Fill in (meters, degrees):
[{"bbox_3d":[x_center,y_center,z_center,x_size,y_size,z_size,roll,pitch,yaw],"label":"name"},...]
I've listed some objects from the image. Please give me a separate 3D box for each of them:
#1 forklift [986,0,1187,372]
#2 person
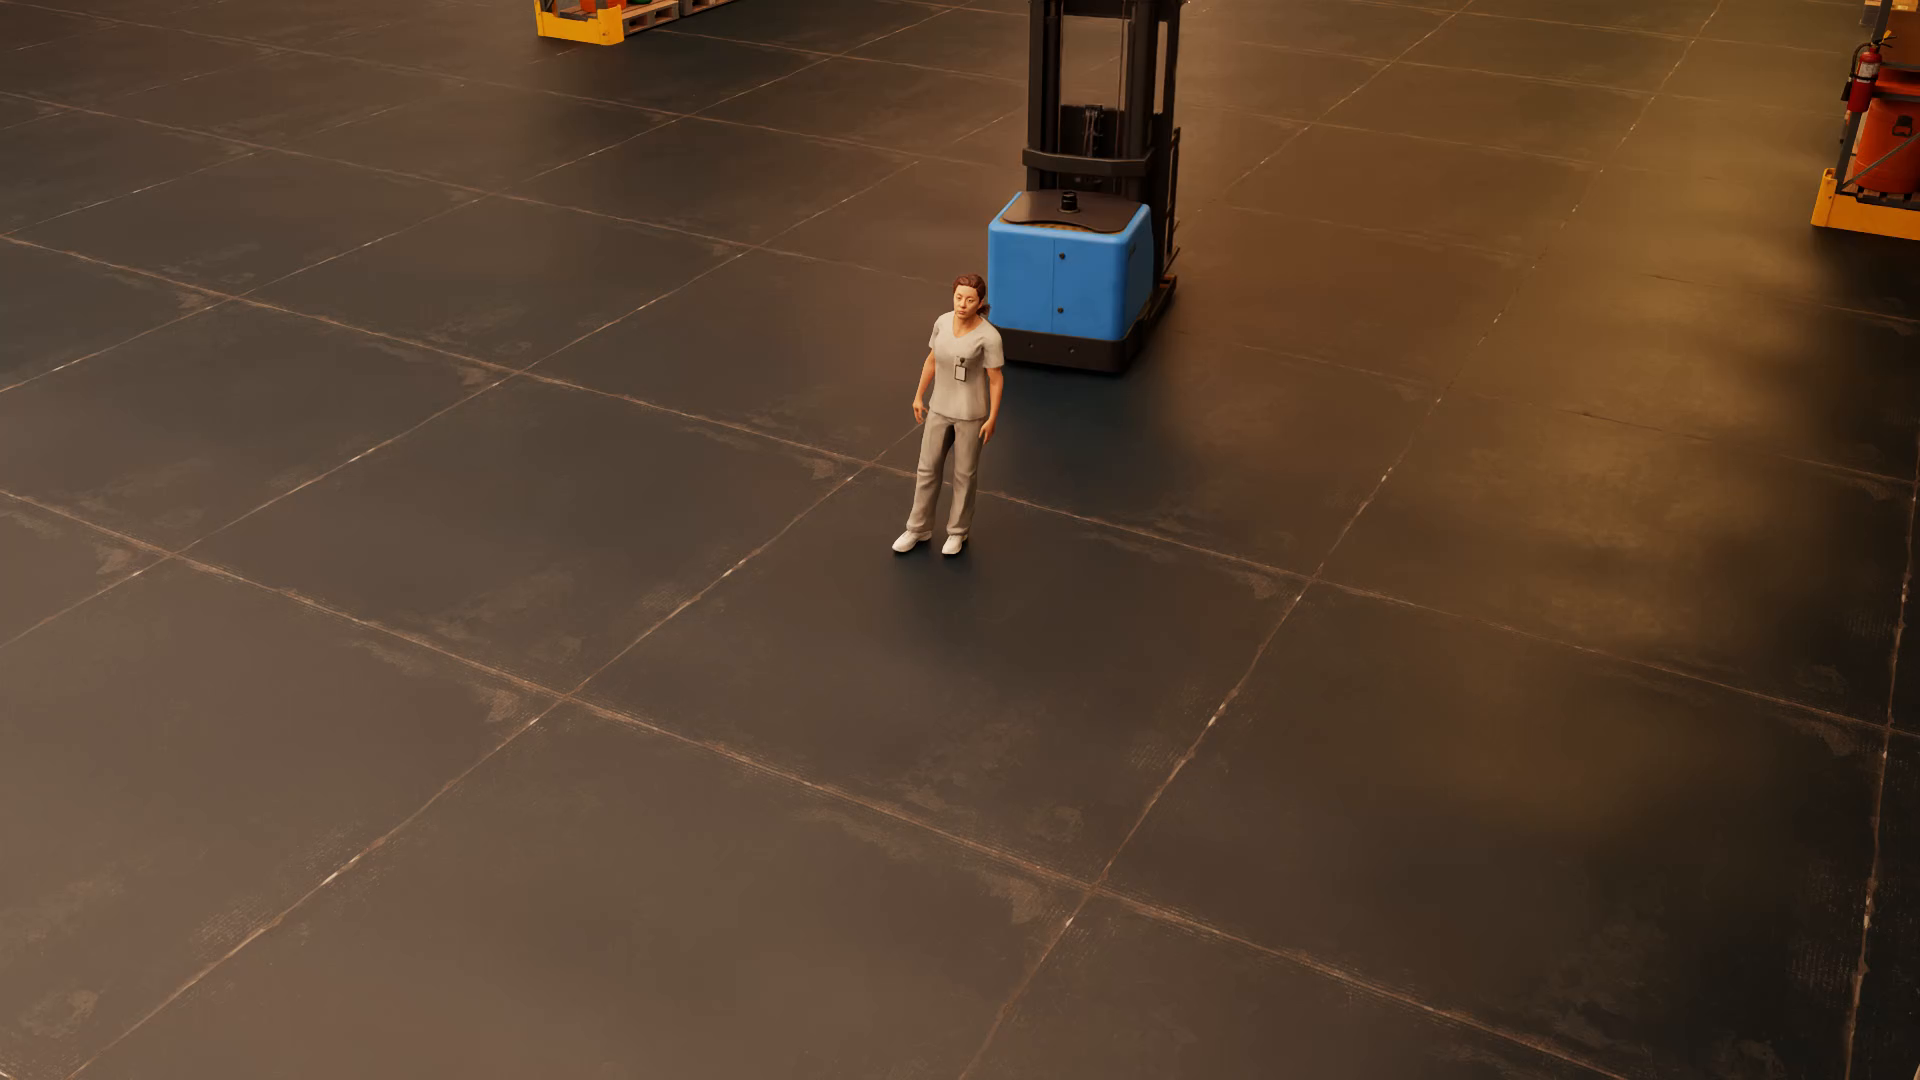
[{"bbox_3d":[1.118,-3.199,12.613,1.130,2.935,3.031,9,31,15],"label":"forklift"},{"bbox_3d":[-0.047,-0.703,9.530,0.549,1.675,0.549,15,33,25],"label":"person"}]
